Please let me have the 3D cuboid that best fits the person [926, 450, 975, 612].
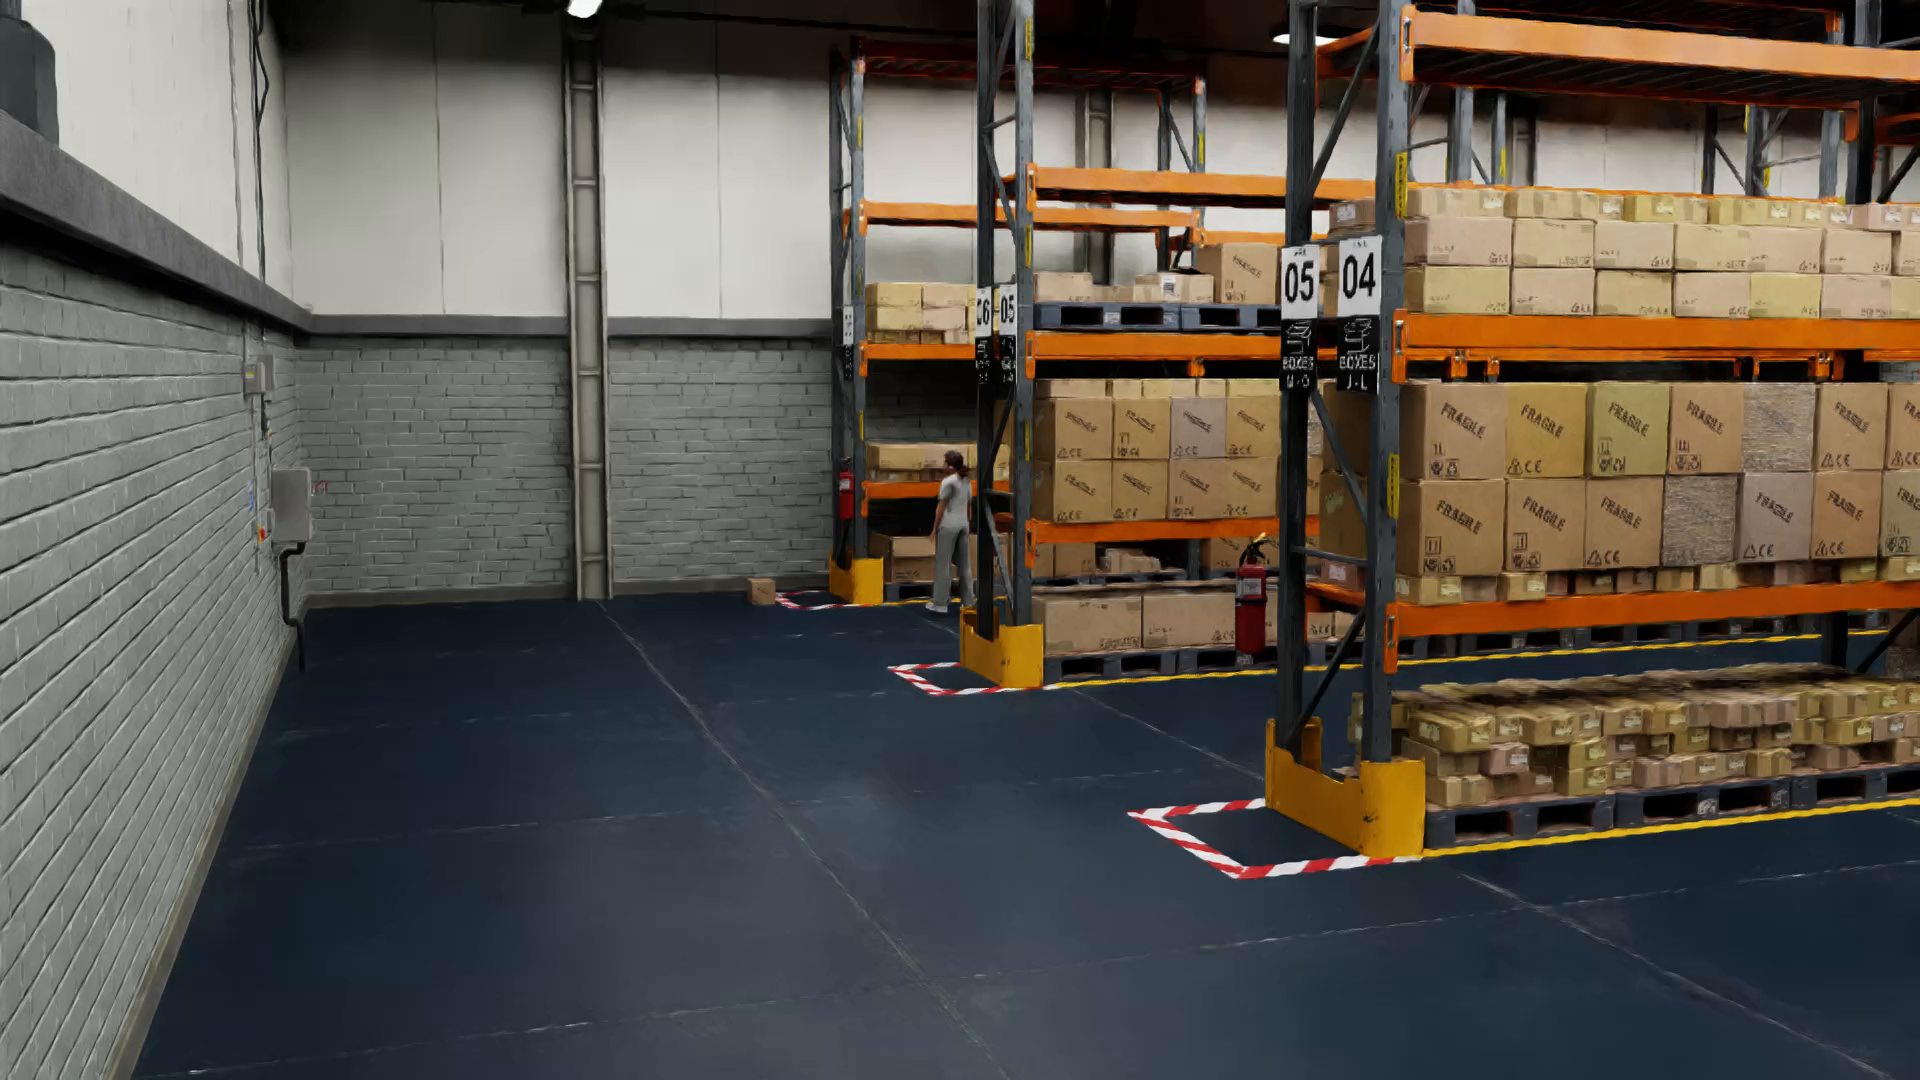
[{"bbox_3d":[-0.099,-0.090,17.151,0.449,1.680,0.525,5,8,43],"label":"person"}]
